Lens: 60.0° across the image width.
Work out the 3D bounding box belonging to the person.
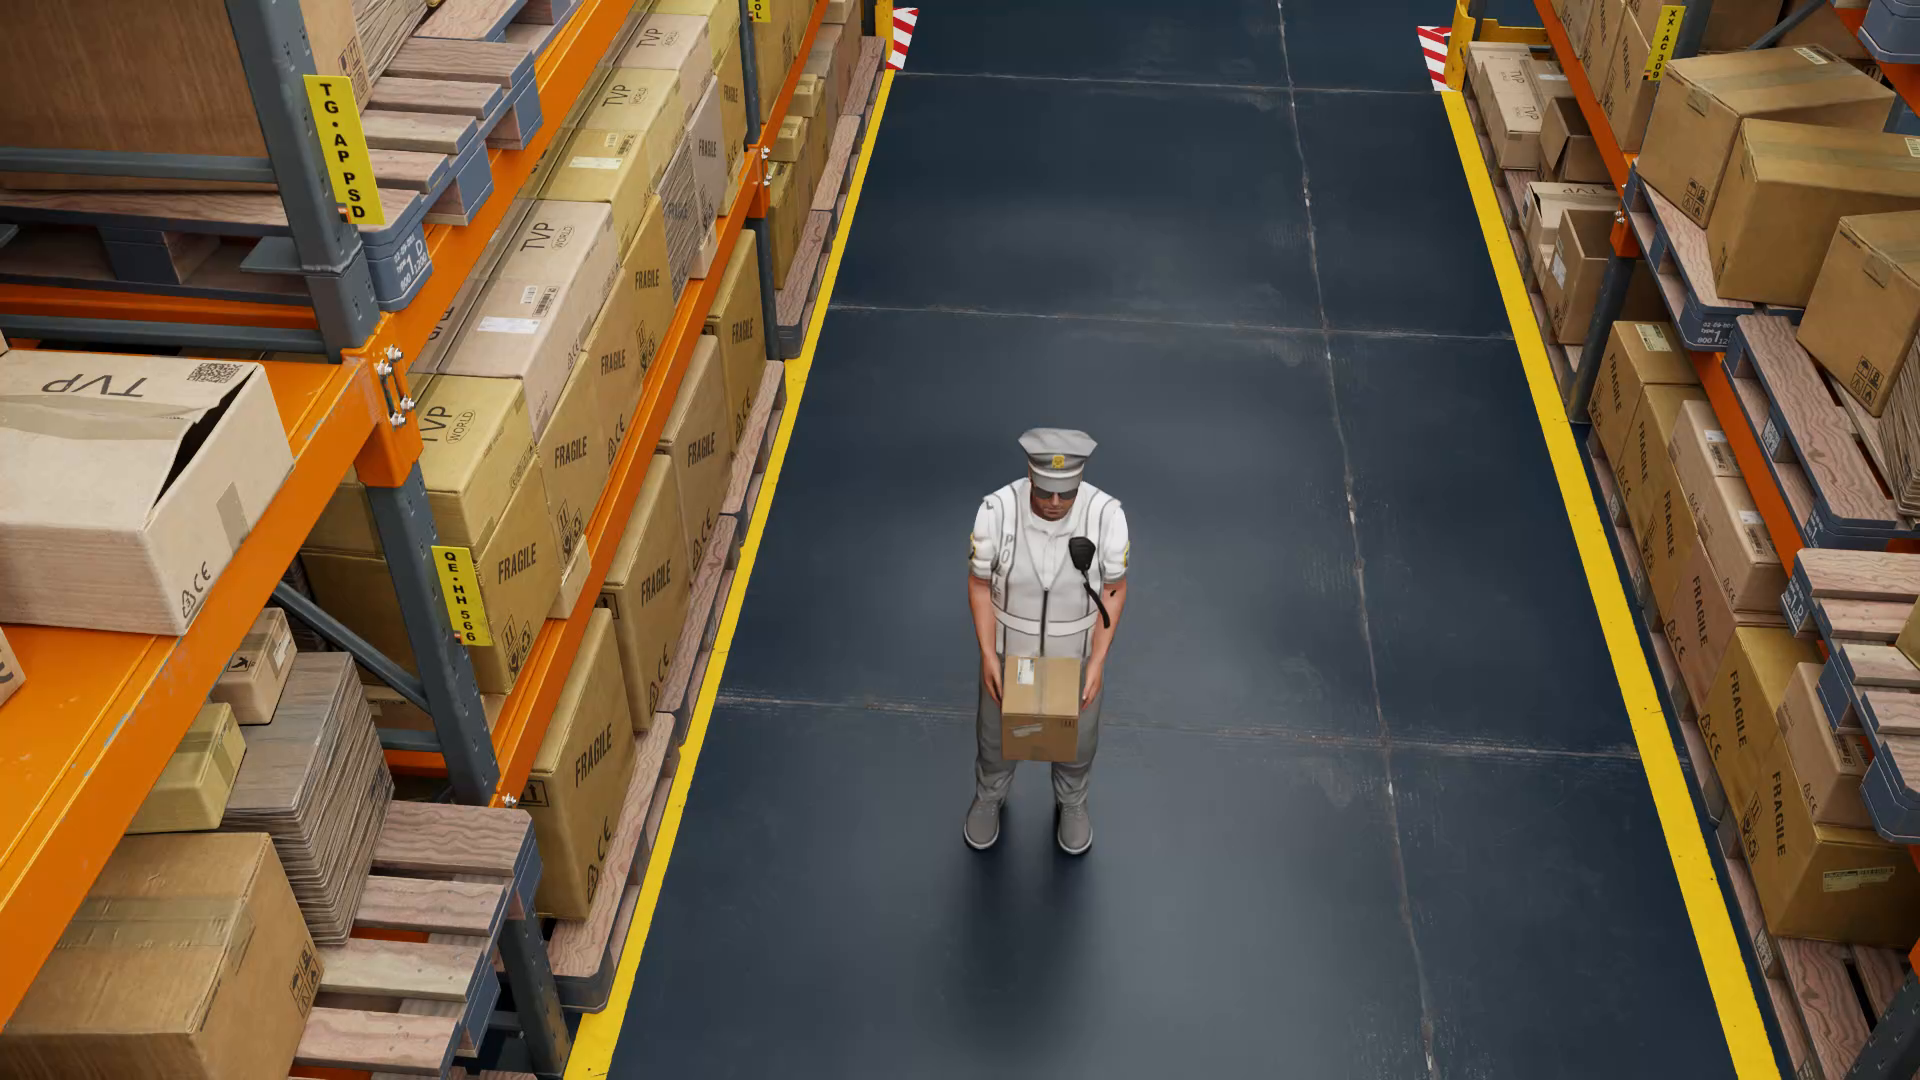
[{"bbox_3d":[0.292,0.353,5.726,0.586,1.748,0.436,3,40,4],"label":"person"}]
